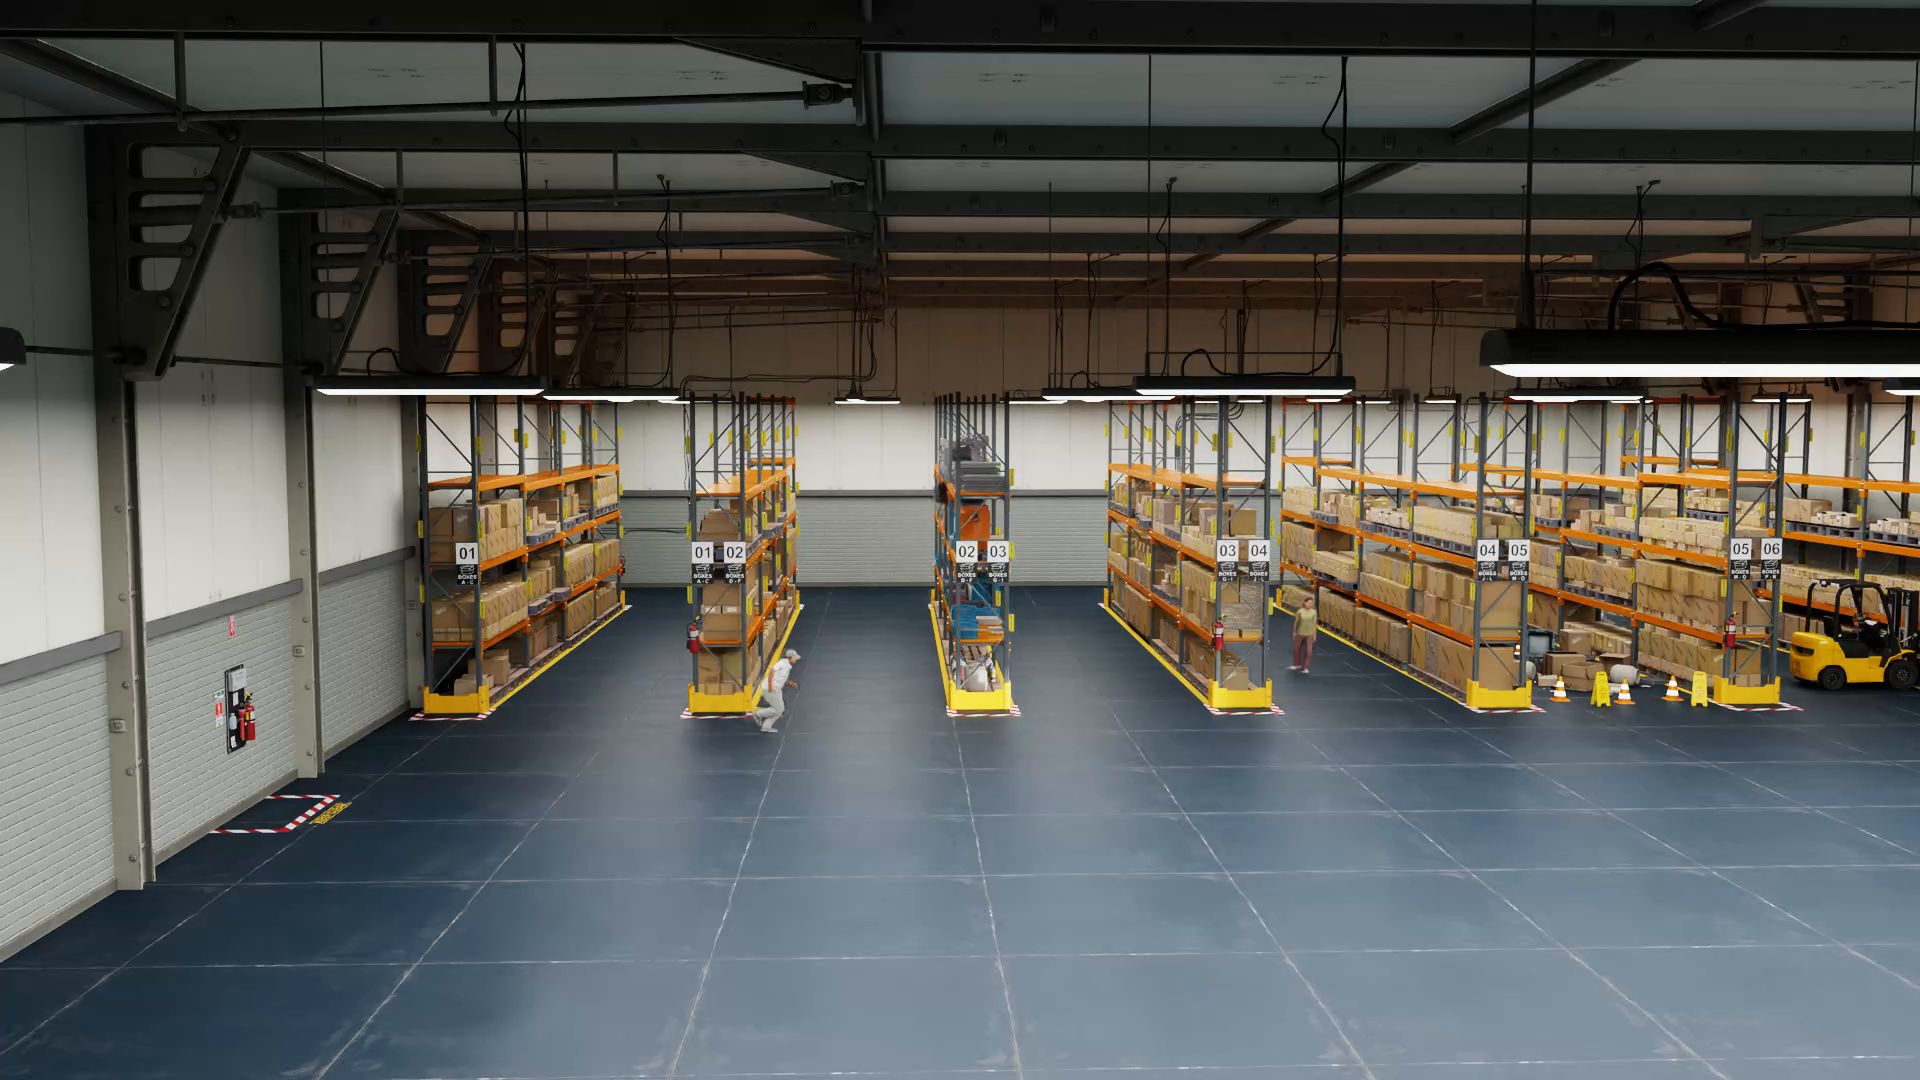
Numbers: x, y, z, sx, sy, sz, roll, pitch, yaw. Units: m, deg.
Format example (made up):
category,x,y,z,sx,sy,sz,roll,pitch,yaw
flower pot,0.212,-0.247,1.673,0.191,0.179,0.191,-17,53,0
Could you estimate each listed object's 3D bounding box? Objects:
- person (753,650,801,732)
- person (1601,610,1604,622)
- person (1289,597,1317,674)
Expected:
category,x,y,z,sx,sy,sz,roll,pitch,yaw
person,-3.211,2.659,29.171,0.857,1.484,0.631,0,5,5
person,16.492,1.388,43.284,0.613,1.697,0.919,-1,5,-8
person,7.380,2.033,35.757,0.570,1.645,0.470,1,5,9
